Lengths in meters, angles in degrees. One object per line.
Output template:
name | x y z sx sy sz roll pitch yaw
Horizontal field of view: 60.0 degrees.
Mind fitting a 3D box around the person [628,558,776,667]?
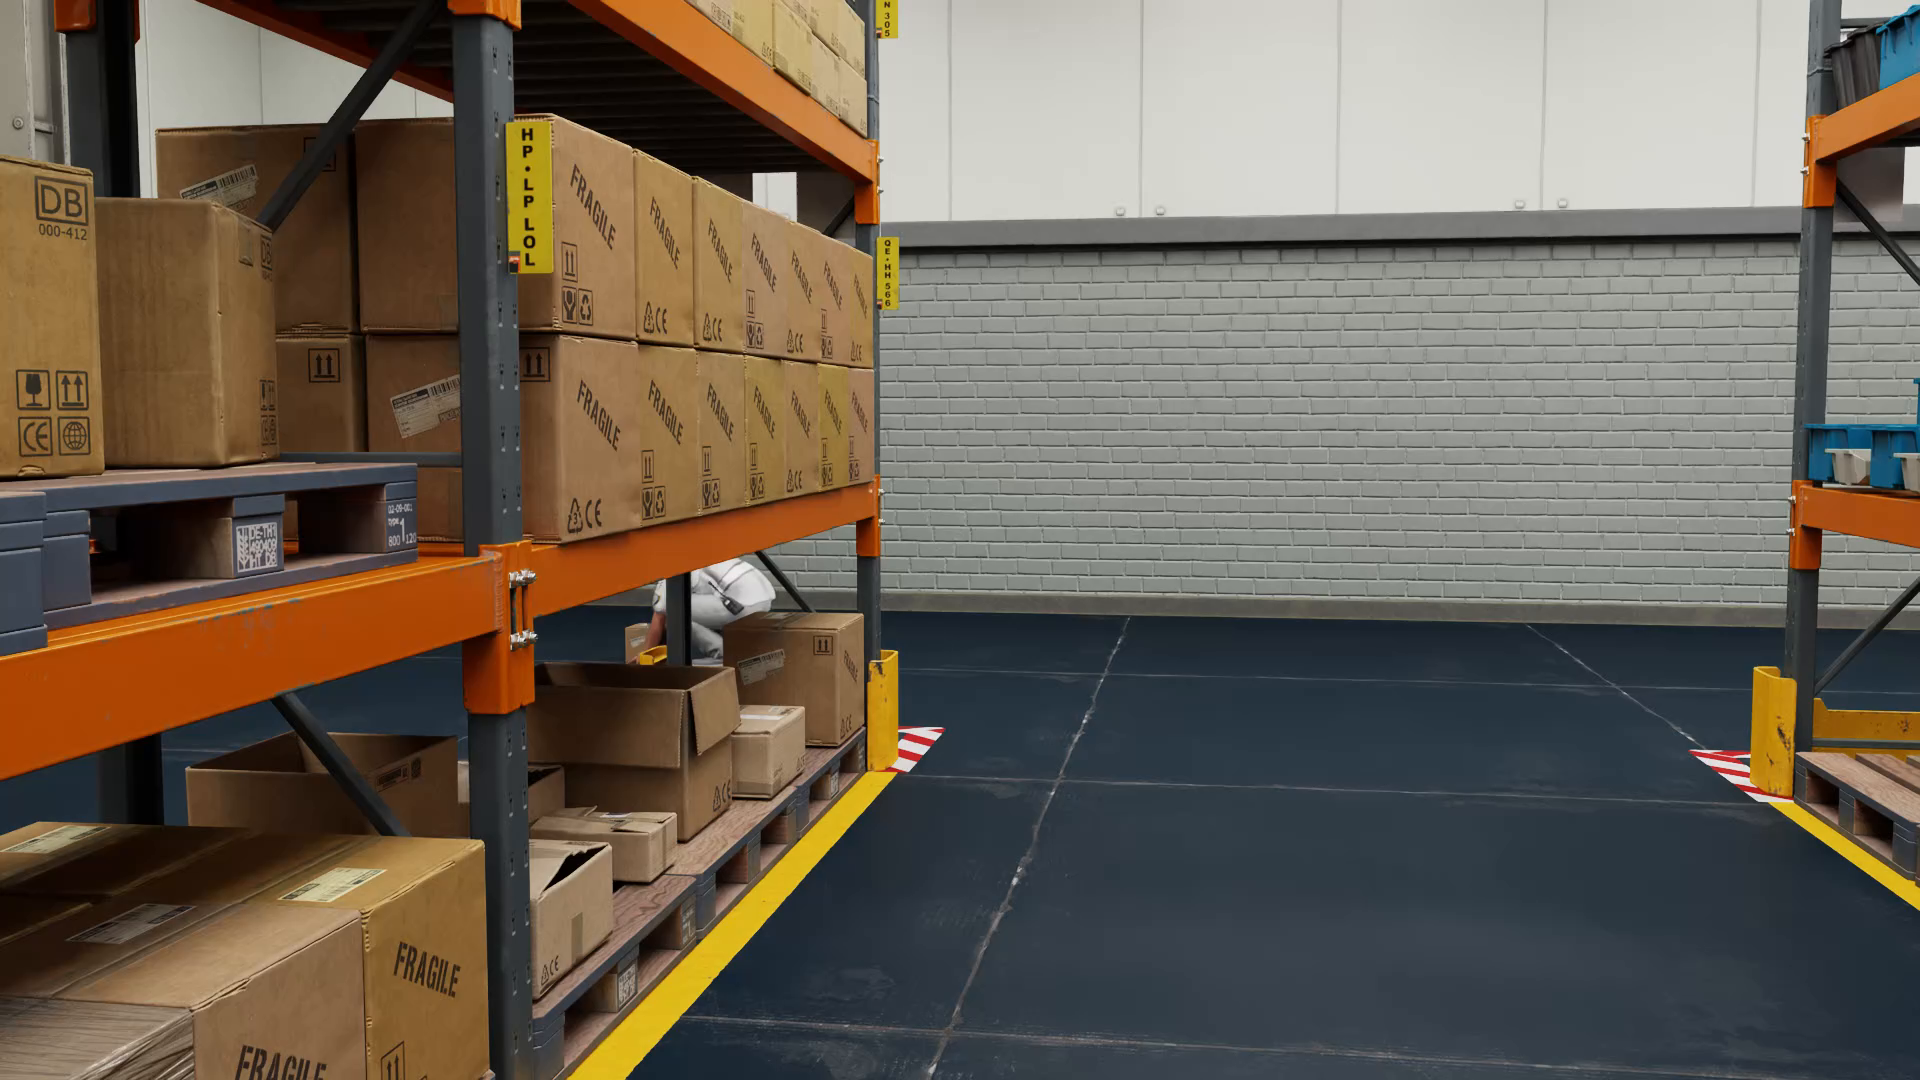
person | -1.677 0.436 10.553 0.986 0.906 0.542 1 4 8
